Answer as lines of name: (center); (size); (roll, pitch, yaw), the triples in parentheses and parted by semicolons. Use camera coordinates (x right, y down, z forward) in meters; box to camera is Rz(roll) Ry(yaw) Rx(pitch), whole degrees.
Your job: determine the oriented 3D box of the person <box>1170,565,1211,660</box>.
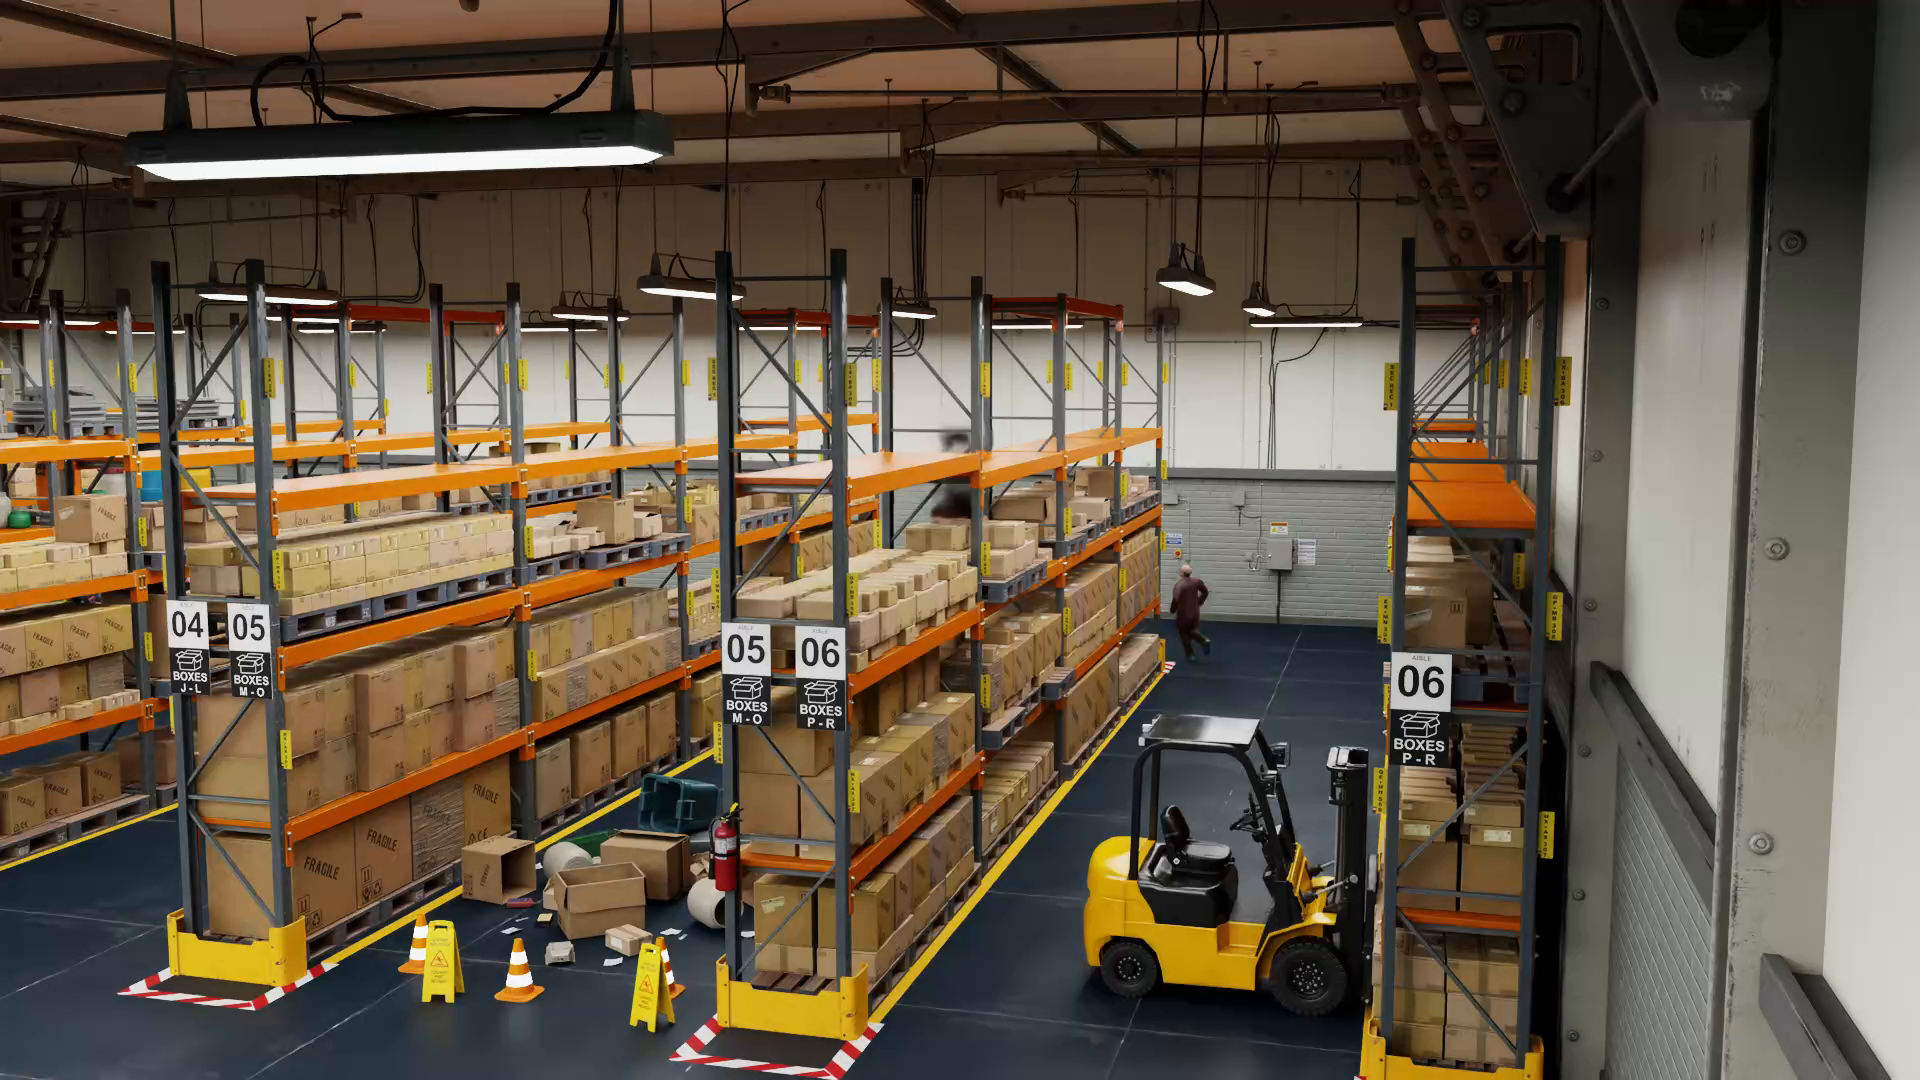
person: (3.935, 1.266, 28.845); (0.760, 1.703, 0.749); (-4, 7, -30)
